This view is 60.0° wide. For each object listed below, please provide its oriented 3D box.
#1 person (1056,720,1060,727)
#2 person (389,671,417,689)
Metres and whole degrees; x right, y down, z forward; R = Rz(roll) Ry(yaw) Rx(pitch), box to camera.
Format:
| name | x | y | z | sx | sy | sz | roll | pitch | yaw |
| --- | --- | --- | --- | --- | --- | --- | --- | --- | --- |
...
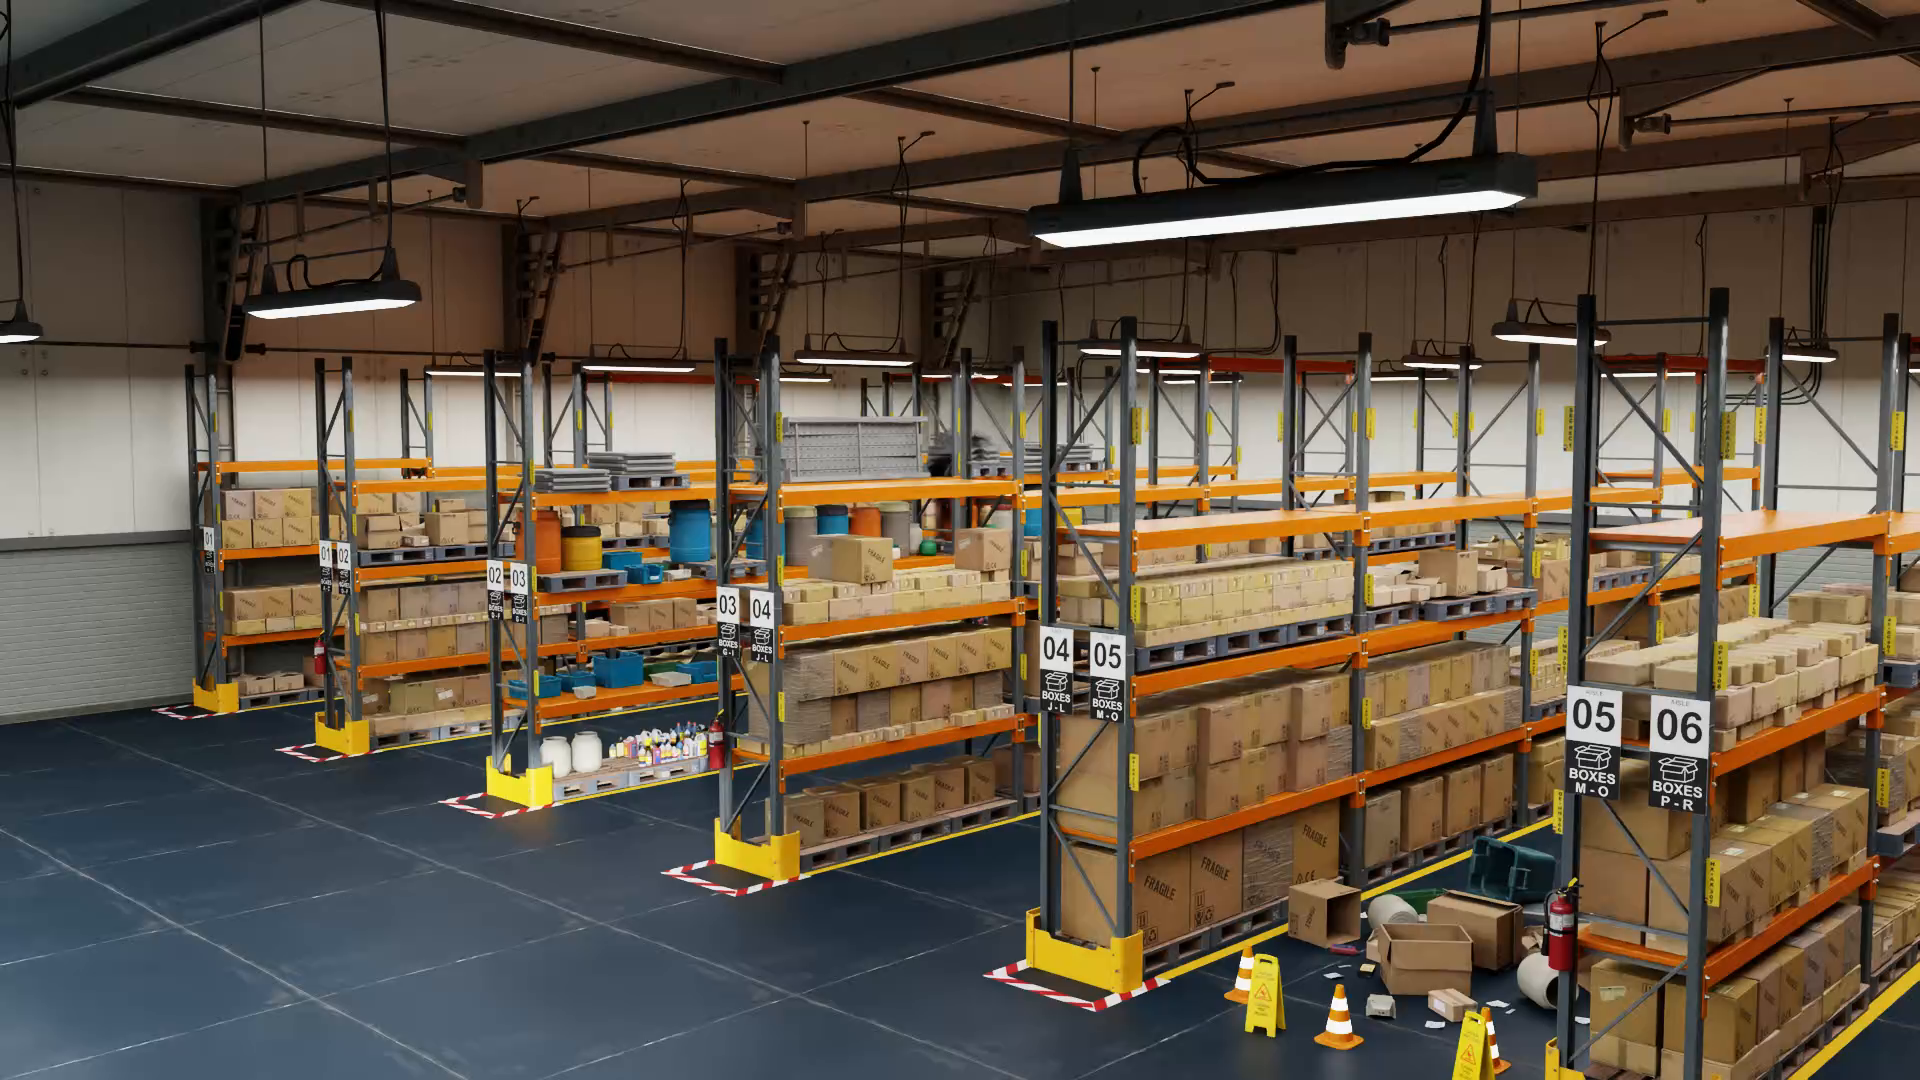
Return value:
| name | x | y | z | sx | sy | sz | roll | pitch | yaw |
| --- | --- | --- | --- | --- | --- | --- | --- | --- | --- |
| person | 1.605 | 2.160 | 27.002 | 0.655 | 1.751 | 0.690 | 3 | 5 | 36 |
| person | -9.400 | 2.194 | 28.146 | 0.547 | 1.625 | 0.639 | 2 | 5 | 28 |
